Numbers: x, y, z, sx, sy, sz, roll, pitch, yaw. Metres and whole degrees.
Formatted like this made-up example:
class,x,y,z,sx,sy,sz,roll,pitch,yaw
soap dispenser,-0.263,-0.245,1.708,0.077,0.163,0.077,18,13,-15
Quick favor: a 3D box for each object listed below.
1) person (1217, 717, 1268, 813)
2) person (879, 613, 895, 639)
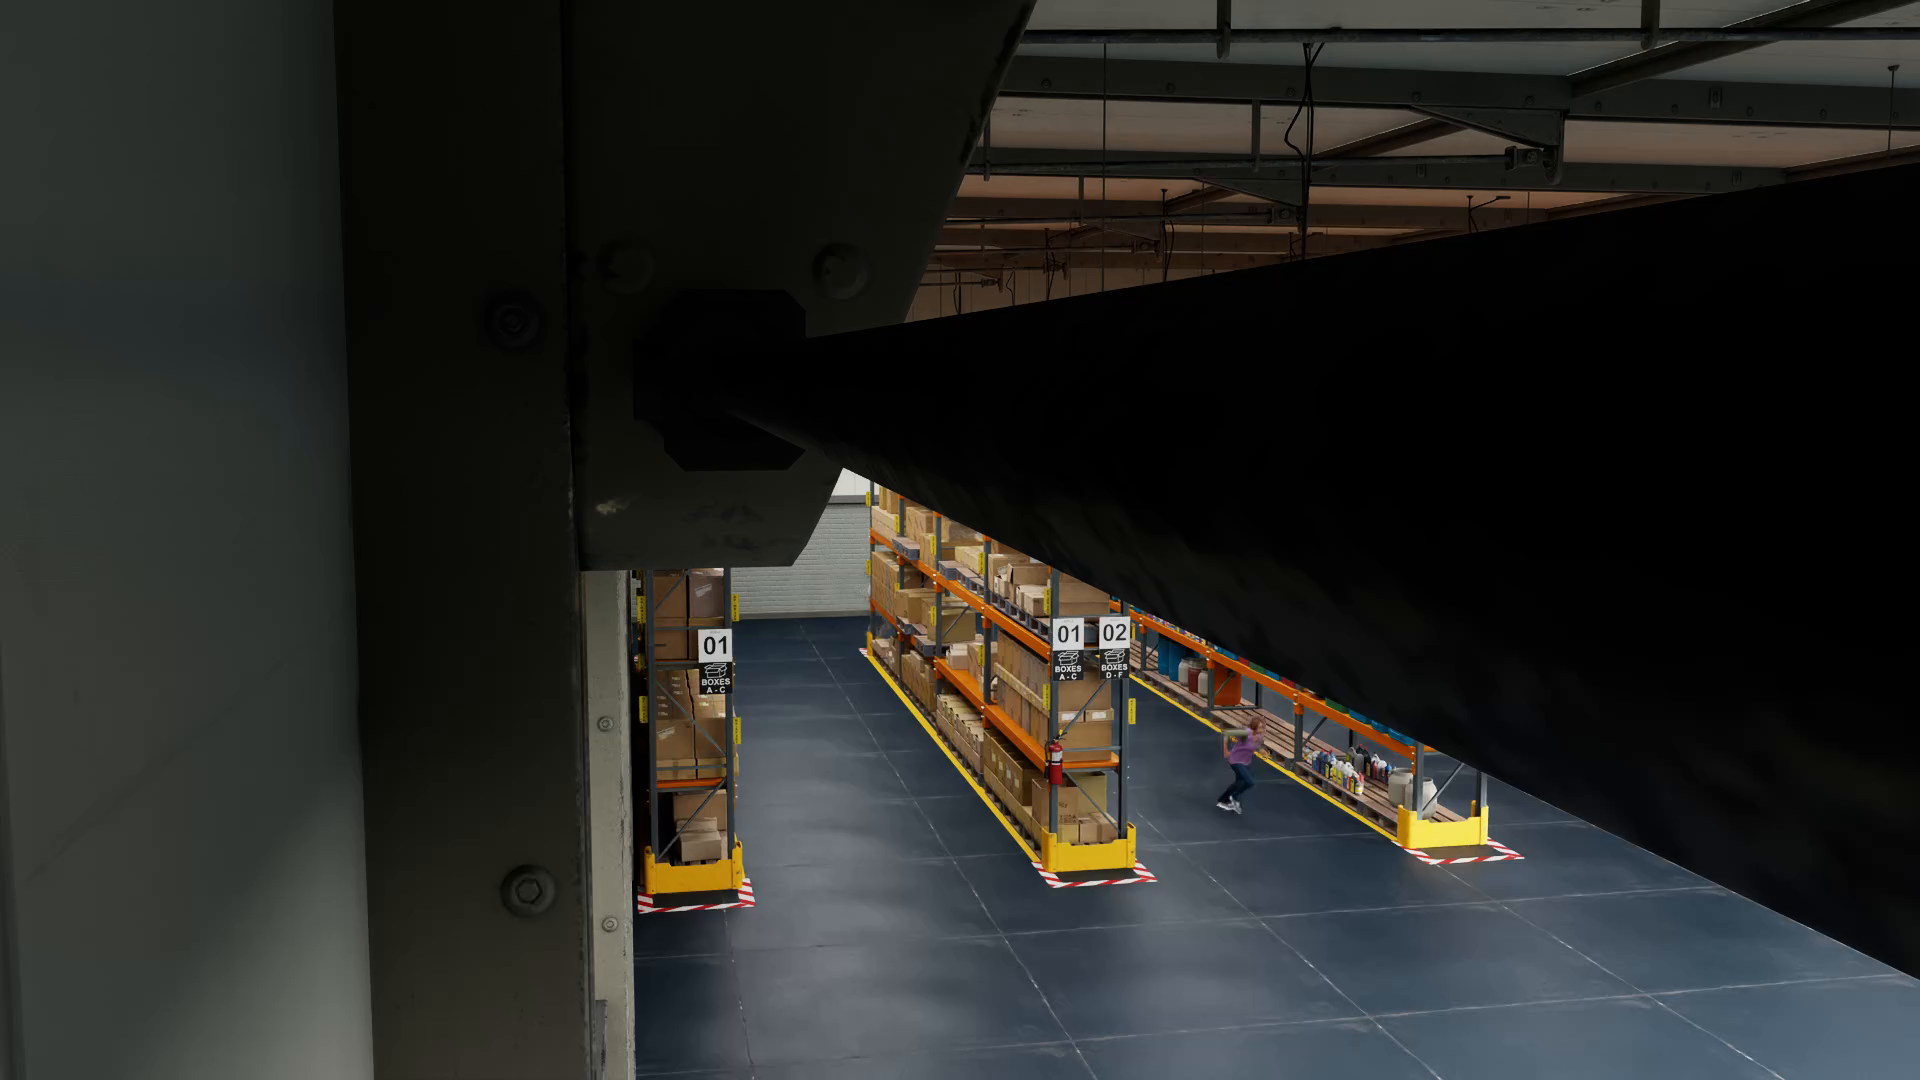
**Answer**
class,x,y,z,sx,sy,sz,roll,pitch,yaw
person,3.949,3.170,23.383,0.569,1.424,0.869,-5,8,-38
person,-1.612,1.554,37.828,0.562,1.655,0.562,2,6,15
